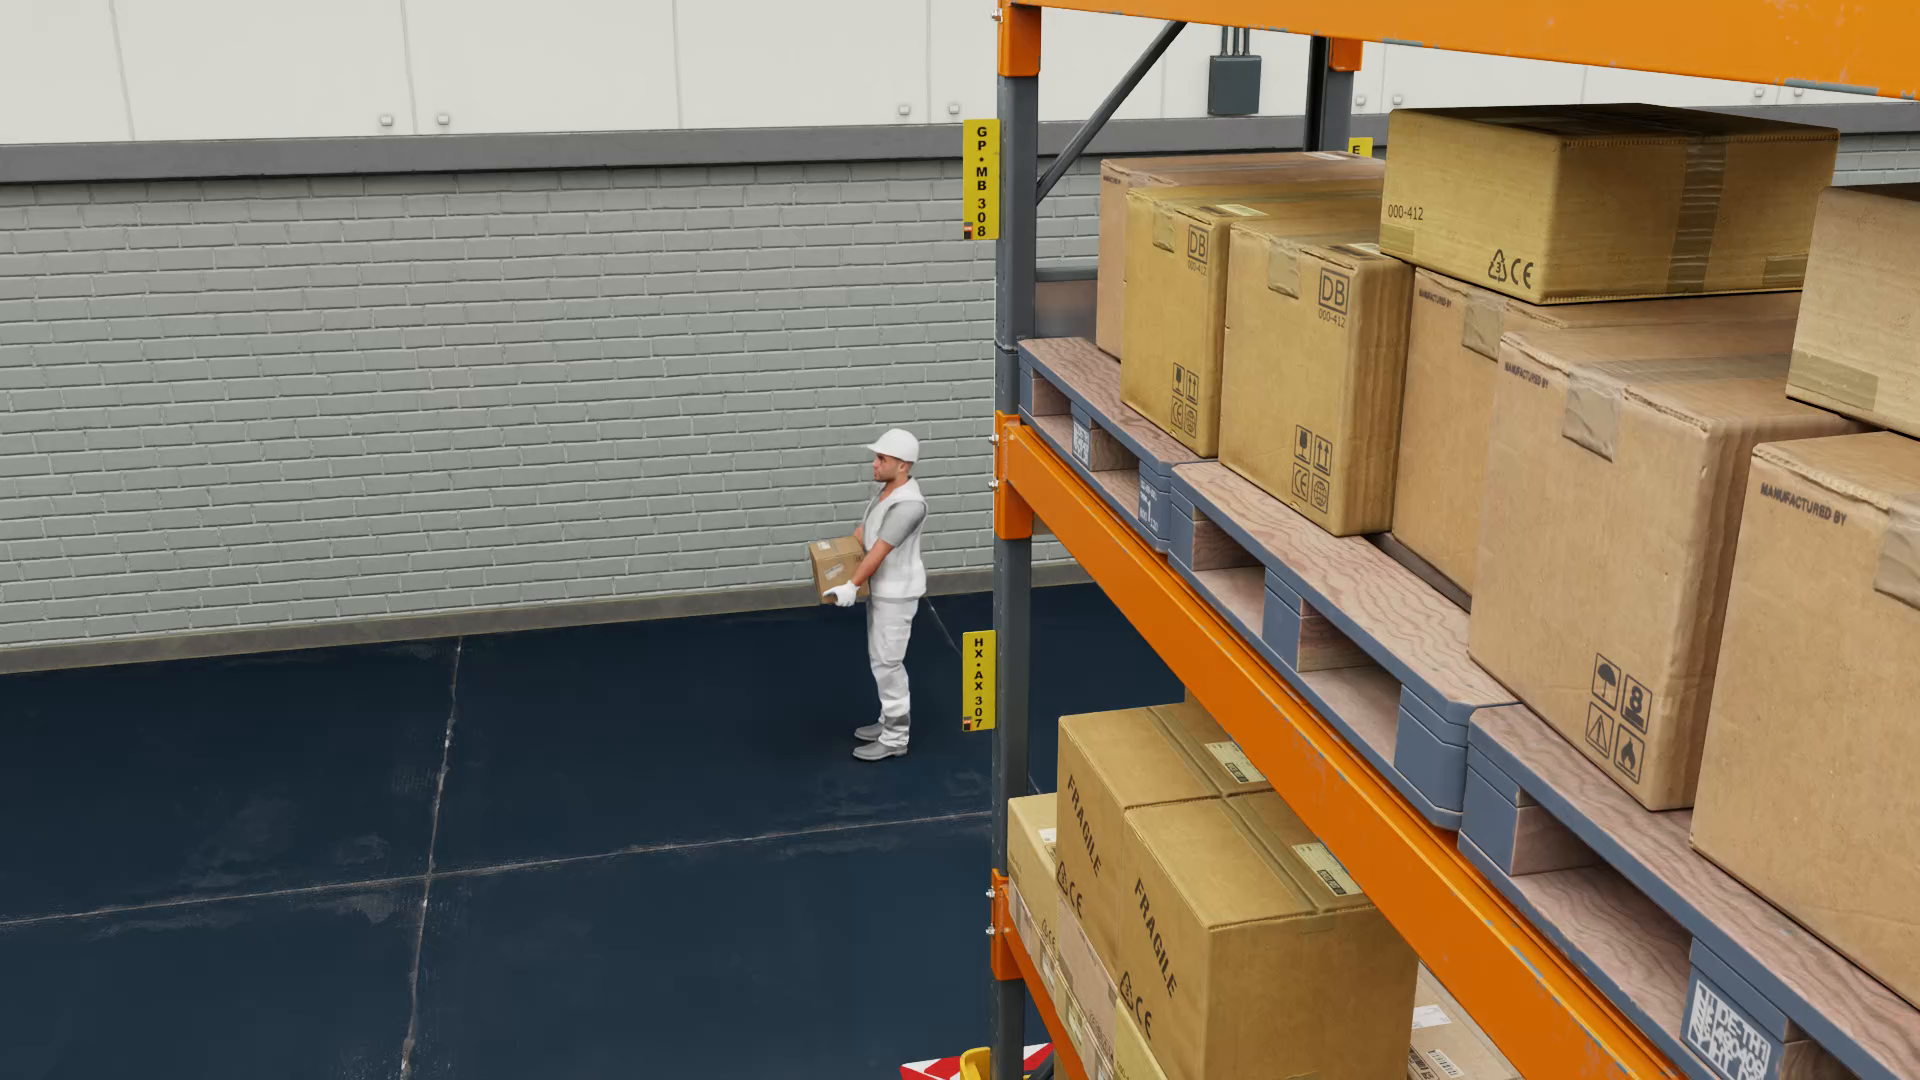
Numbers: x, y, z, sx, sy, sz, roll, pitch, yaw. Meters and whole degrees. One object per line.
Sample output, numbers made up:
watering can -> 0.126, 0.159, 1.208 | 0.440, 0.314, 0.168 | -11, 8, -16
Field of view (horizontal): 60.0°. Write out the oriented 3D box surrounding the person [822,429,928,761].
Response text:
person -> -0.463, 0.287, 8.722 | 0.558, 1.786, 0.474 | -4, 20, -12
